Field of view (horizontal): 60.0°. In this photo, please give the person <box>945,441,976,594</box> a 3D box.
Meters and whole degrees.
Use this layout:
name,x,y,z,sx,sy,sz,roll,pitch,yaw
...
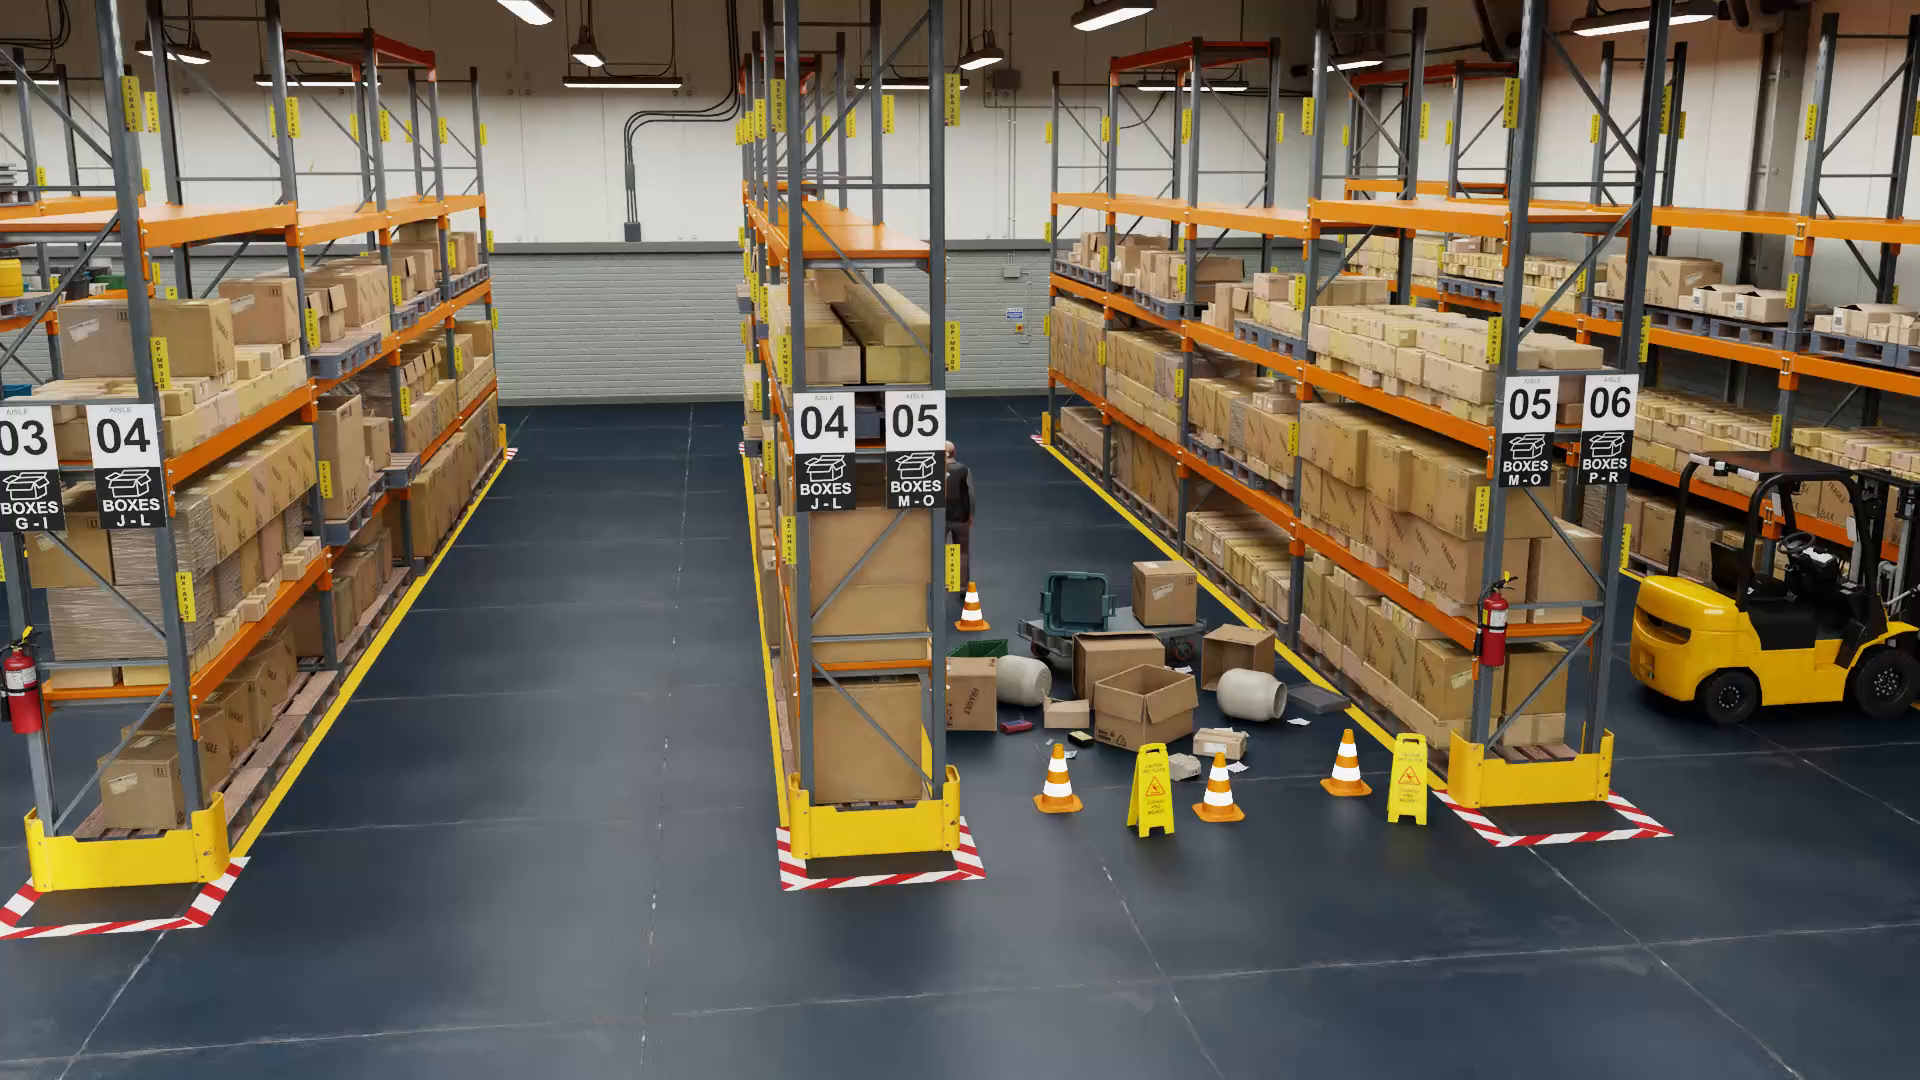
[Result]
name,x,y,z,sx,sy,sz,roll,pitch,yaw
person,-0.115,-0.185,17.941,0.576,1.560,0.410,-2,13,-11
